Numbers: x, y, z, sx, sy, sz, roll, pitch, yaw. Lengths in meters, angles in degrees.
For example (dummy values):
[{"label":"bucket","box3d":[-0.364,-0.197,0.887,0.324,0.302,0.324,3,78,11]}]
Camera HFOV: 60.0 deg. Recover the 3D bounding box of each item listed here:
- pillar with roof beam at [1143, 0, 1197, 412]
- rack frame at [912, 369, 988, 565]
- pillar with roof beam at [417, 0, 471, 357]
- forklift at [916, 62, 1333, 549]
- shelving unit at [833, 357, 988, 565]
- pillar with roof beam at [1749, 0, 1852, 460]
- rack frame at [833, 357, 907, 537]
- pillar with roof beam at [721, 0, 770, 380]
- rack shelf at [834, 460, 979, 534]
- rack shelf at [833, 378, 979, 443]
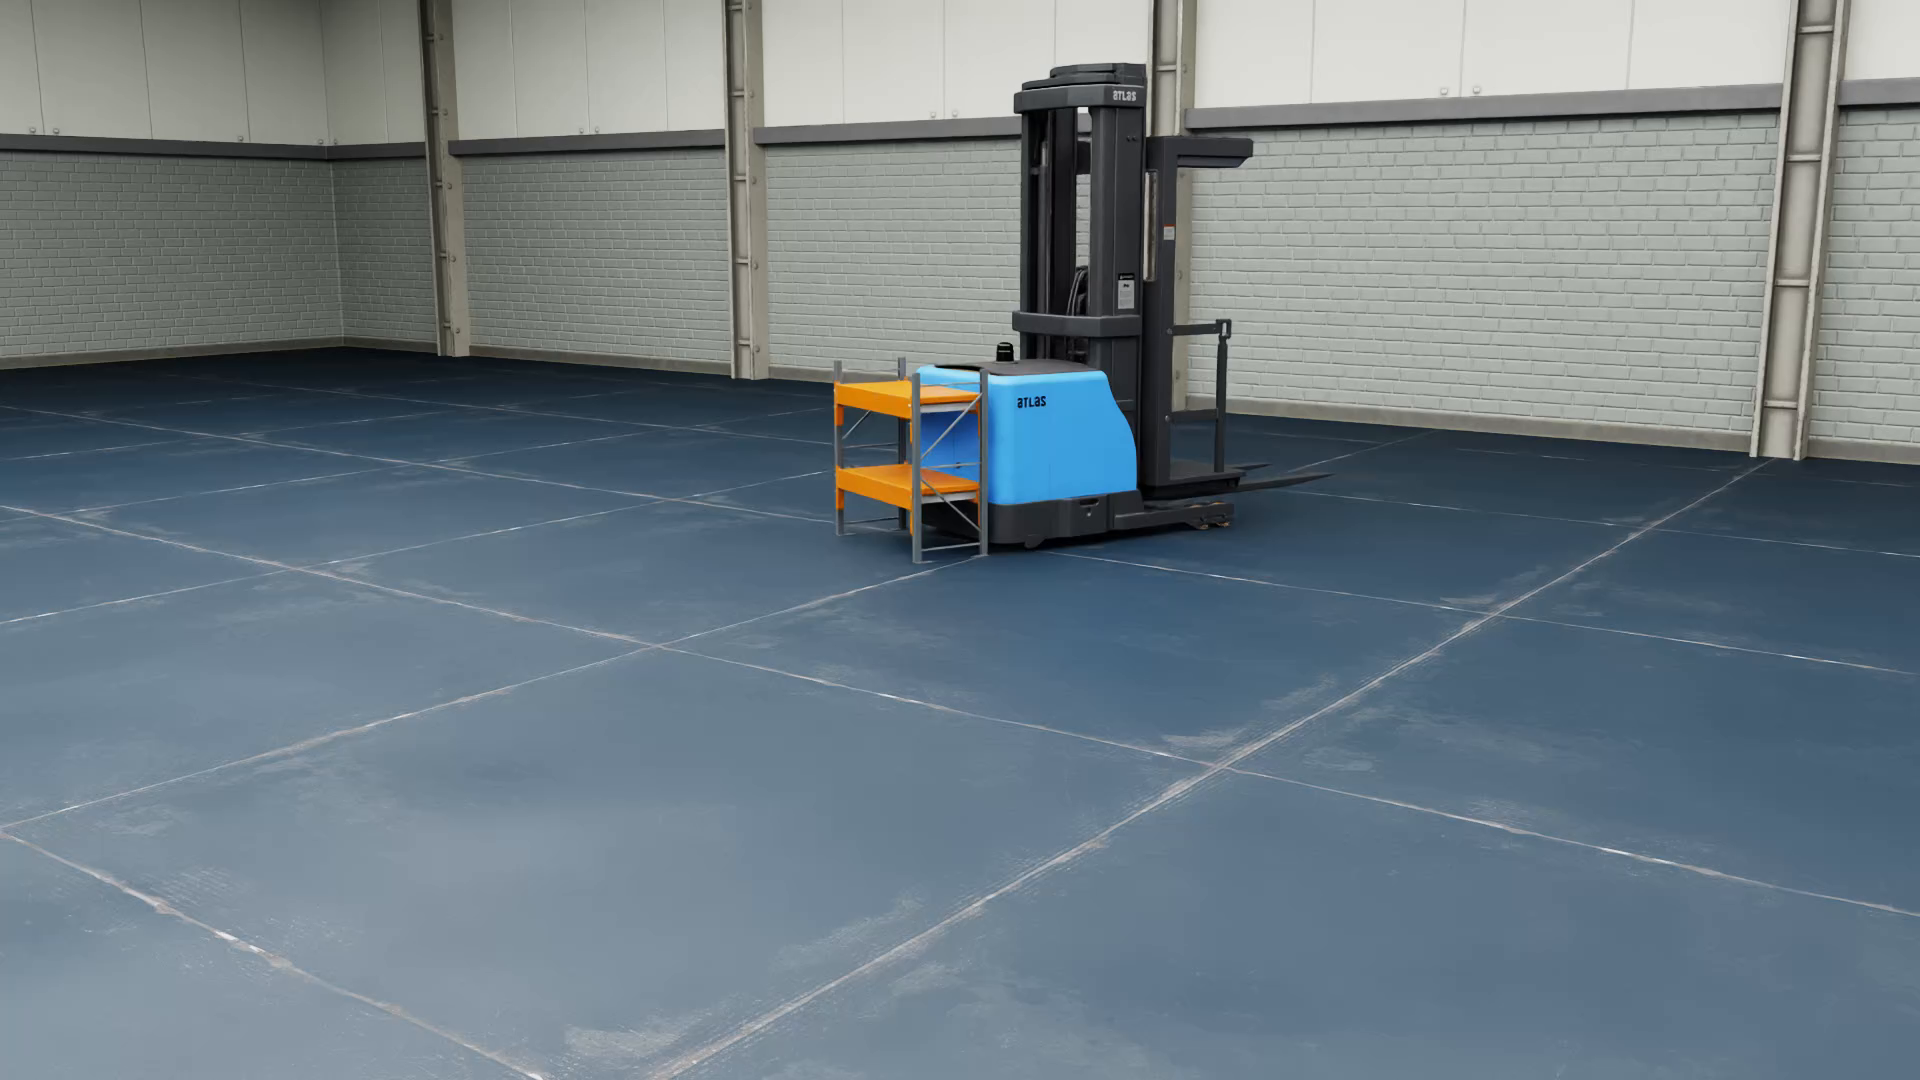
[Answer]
[{"label":"pillar with roof beam","box3d":[-0.382,-5.150,13.458,0.400,9.000,9.100,8,13,36]},{"label":"rack frame","box3d":[-0.057,-0.433,9.809,0.500,1.125,0.032,-6,13,-30]},{"label":"pillar with roof beam","box3d":[-10.054,-6.499,20.432,0.400,9.000,9.100,8,13,36]},{"label":"forklift","box3d":[1.206,-1.579,10.977,3.031,2.935,1.130,-7,13,-33]},{"label":"shelving unit","box3d":[-0.315,-0.517,10.239,0.538,1.125,1.048,-6,13,-30]},{"label":"pillar with roof beam","box3d":[4.454,-4.475,9.971,0.400,9.000,9.100,8,13,36]},{"label":"rack frame","box3d":[-0.573,-0.600,10.669,0.500,1.125,0.032,-6,13,-30]},{"label":"pillar with roof beam","box3d":[-5.218,-5.824,16.945,0.400,9.000,9.100,8,13,36]},{"label":"rack shelf","box3d":[-0.315,-0.277,10.285,0.538,0.278,1.000,-6,13,-30]},{"label":"rack shelf","box3d":[-0.315,-0.804,10.183,0.538,0.278,1.000,-6,13,-30]}]
